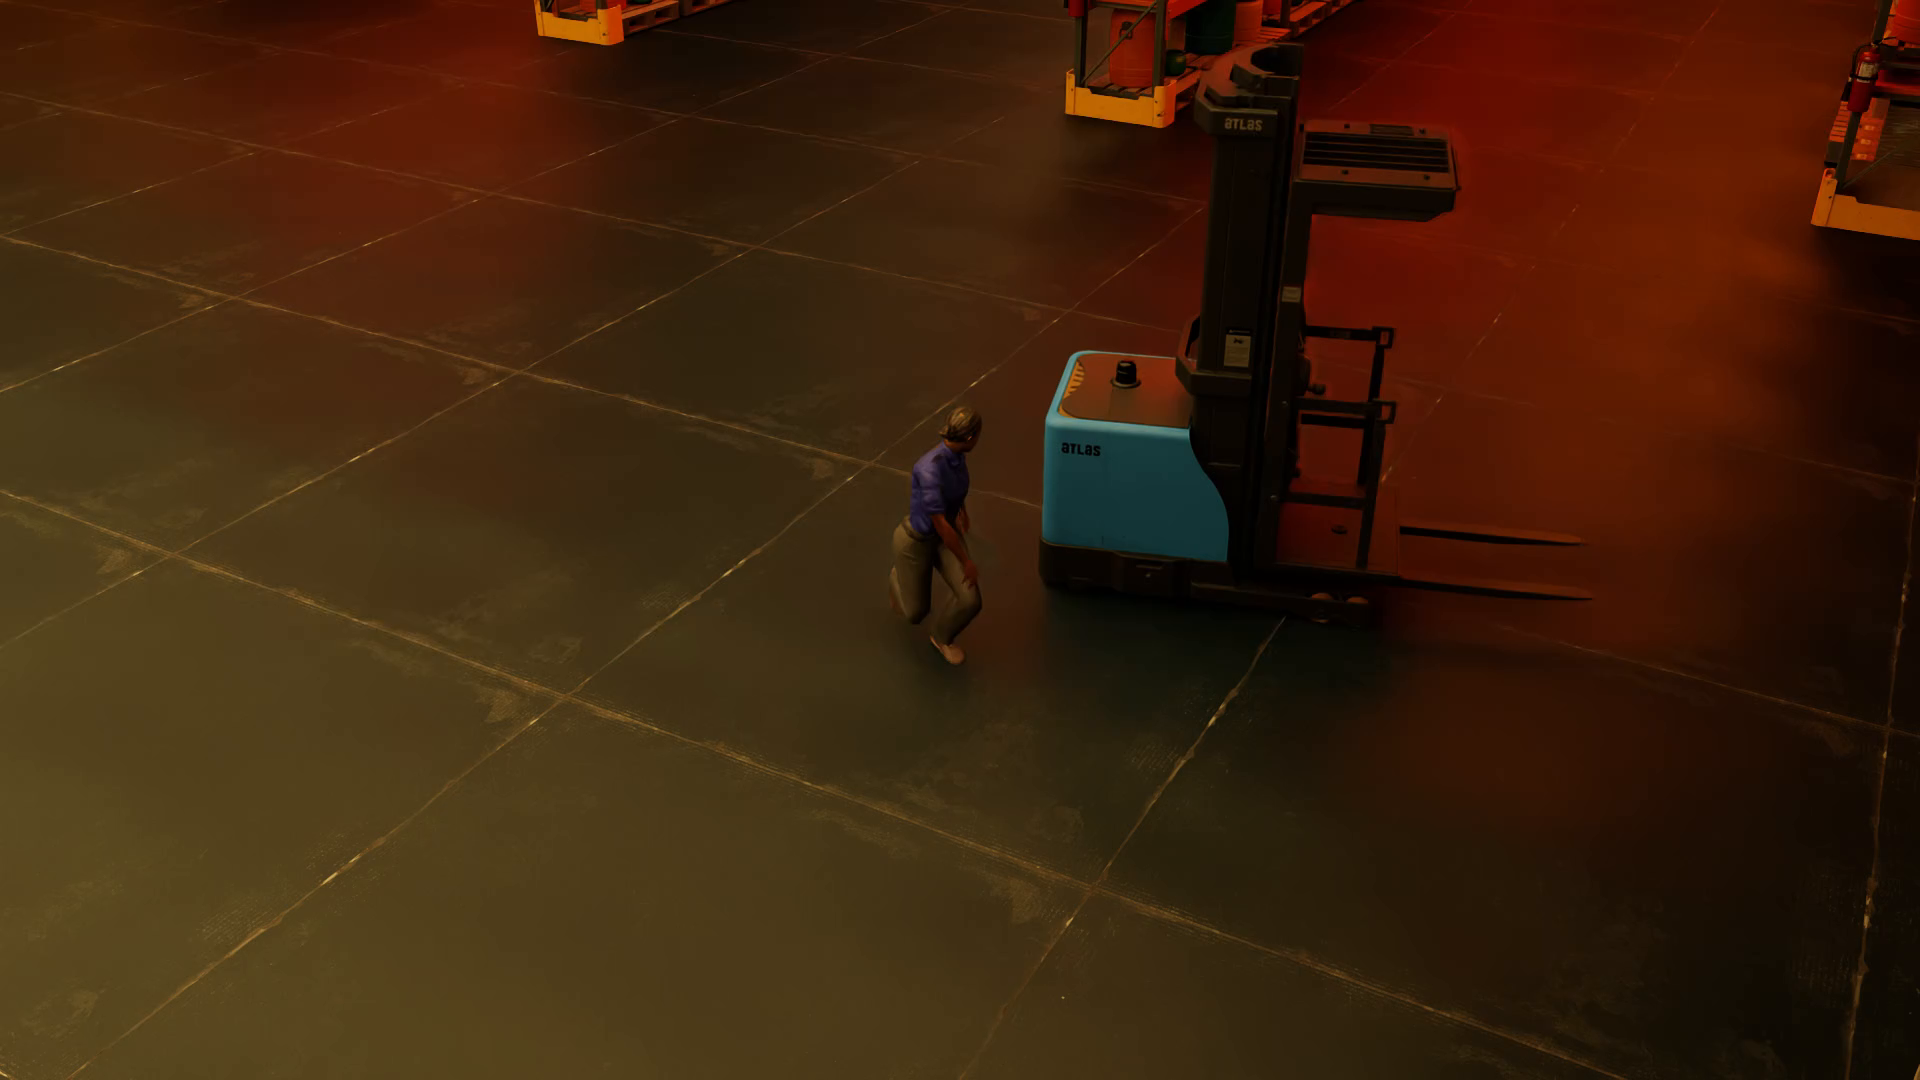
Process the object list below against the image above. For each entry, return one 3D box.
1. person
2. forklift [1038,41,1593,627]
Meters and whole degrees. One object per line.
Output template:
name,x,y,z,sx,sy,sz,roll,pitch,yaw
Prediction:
person,-0.098,-0.065,8.728,0.583,1.438,0.779,-24,38,-35
forklift,2.021,-1.079,8.941,3.031,2.935,1.130,6,31,10
